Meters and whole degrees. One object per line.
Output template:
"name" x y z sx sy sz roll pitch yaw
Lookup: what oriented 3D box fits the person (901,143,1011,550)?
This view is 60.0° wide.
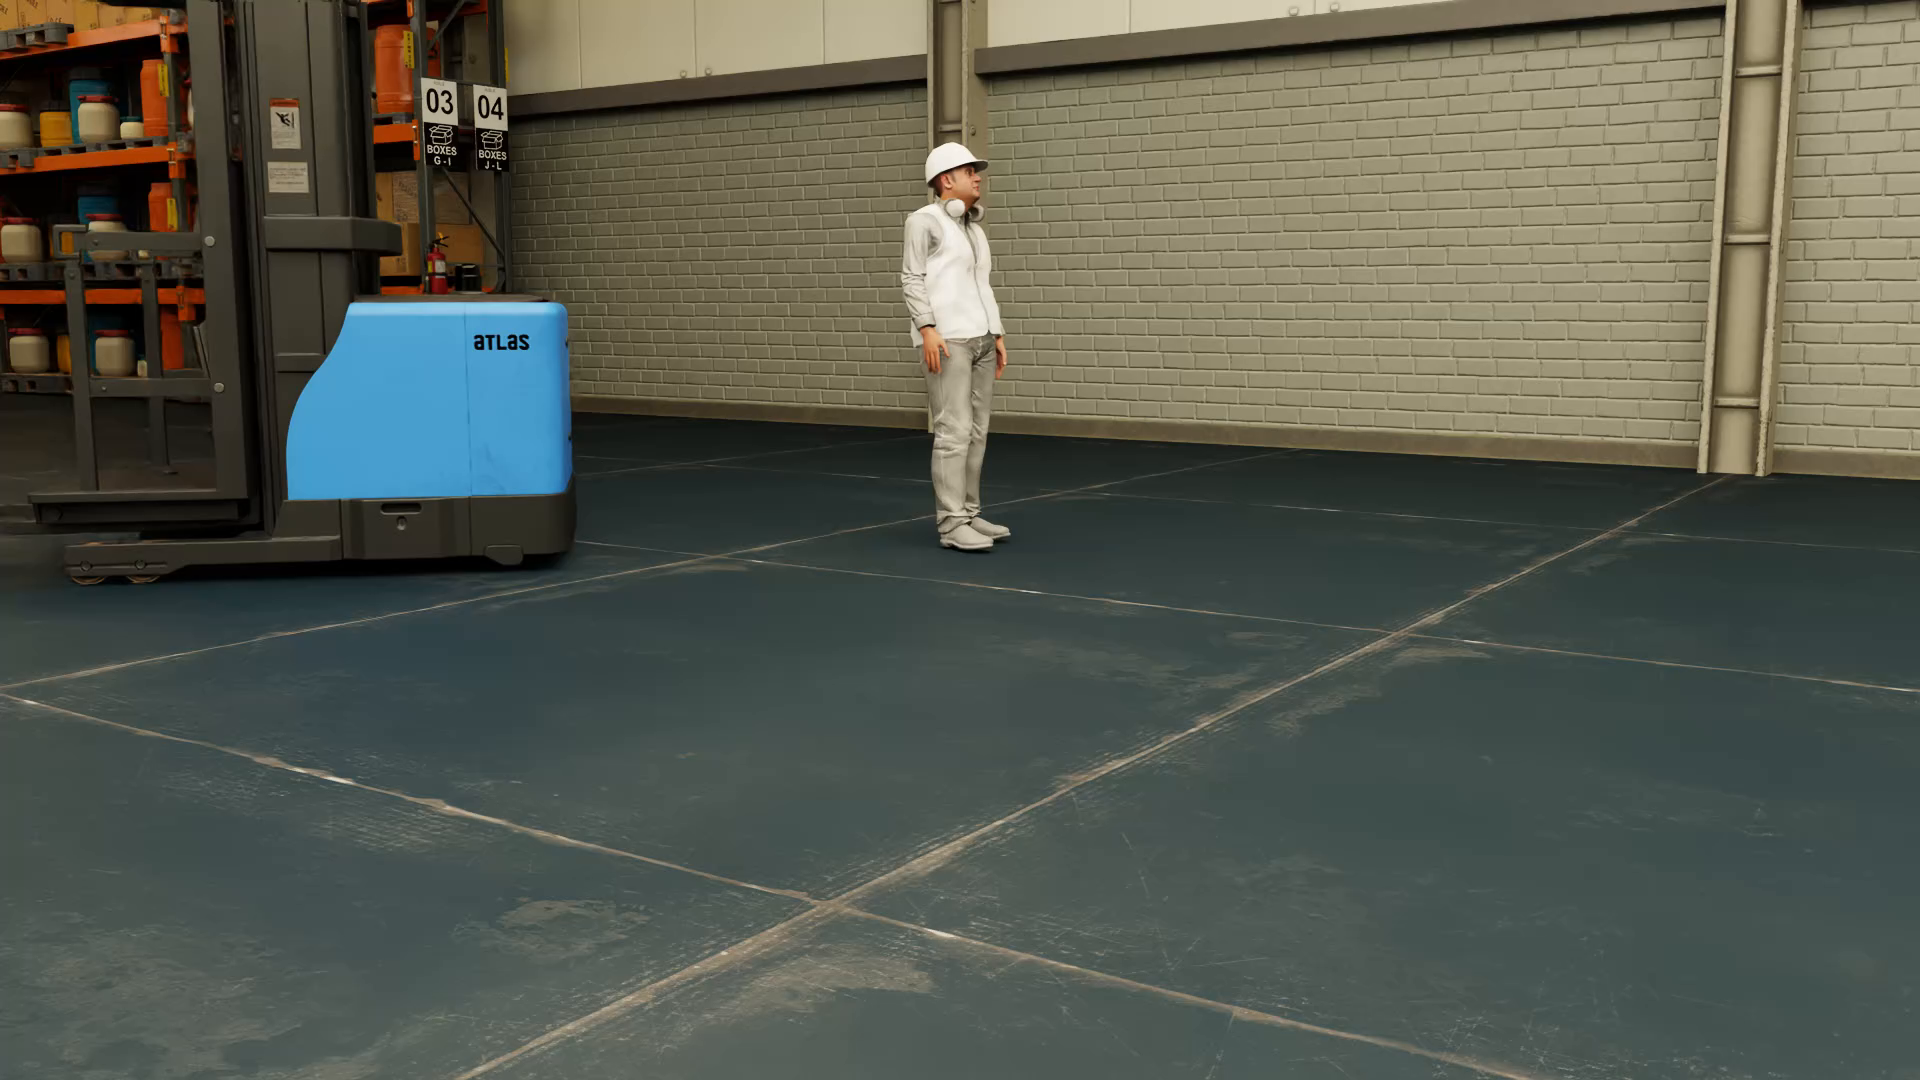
"person" 0.047 -0.880 7.437 0.568 1.773 0.632 5 10 34

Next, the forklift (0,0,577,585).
"forklift" -3.165 -1.358 6.742 3.031 2.935 1.130 -2 8 -11
